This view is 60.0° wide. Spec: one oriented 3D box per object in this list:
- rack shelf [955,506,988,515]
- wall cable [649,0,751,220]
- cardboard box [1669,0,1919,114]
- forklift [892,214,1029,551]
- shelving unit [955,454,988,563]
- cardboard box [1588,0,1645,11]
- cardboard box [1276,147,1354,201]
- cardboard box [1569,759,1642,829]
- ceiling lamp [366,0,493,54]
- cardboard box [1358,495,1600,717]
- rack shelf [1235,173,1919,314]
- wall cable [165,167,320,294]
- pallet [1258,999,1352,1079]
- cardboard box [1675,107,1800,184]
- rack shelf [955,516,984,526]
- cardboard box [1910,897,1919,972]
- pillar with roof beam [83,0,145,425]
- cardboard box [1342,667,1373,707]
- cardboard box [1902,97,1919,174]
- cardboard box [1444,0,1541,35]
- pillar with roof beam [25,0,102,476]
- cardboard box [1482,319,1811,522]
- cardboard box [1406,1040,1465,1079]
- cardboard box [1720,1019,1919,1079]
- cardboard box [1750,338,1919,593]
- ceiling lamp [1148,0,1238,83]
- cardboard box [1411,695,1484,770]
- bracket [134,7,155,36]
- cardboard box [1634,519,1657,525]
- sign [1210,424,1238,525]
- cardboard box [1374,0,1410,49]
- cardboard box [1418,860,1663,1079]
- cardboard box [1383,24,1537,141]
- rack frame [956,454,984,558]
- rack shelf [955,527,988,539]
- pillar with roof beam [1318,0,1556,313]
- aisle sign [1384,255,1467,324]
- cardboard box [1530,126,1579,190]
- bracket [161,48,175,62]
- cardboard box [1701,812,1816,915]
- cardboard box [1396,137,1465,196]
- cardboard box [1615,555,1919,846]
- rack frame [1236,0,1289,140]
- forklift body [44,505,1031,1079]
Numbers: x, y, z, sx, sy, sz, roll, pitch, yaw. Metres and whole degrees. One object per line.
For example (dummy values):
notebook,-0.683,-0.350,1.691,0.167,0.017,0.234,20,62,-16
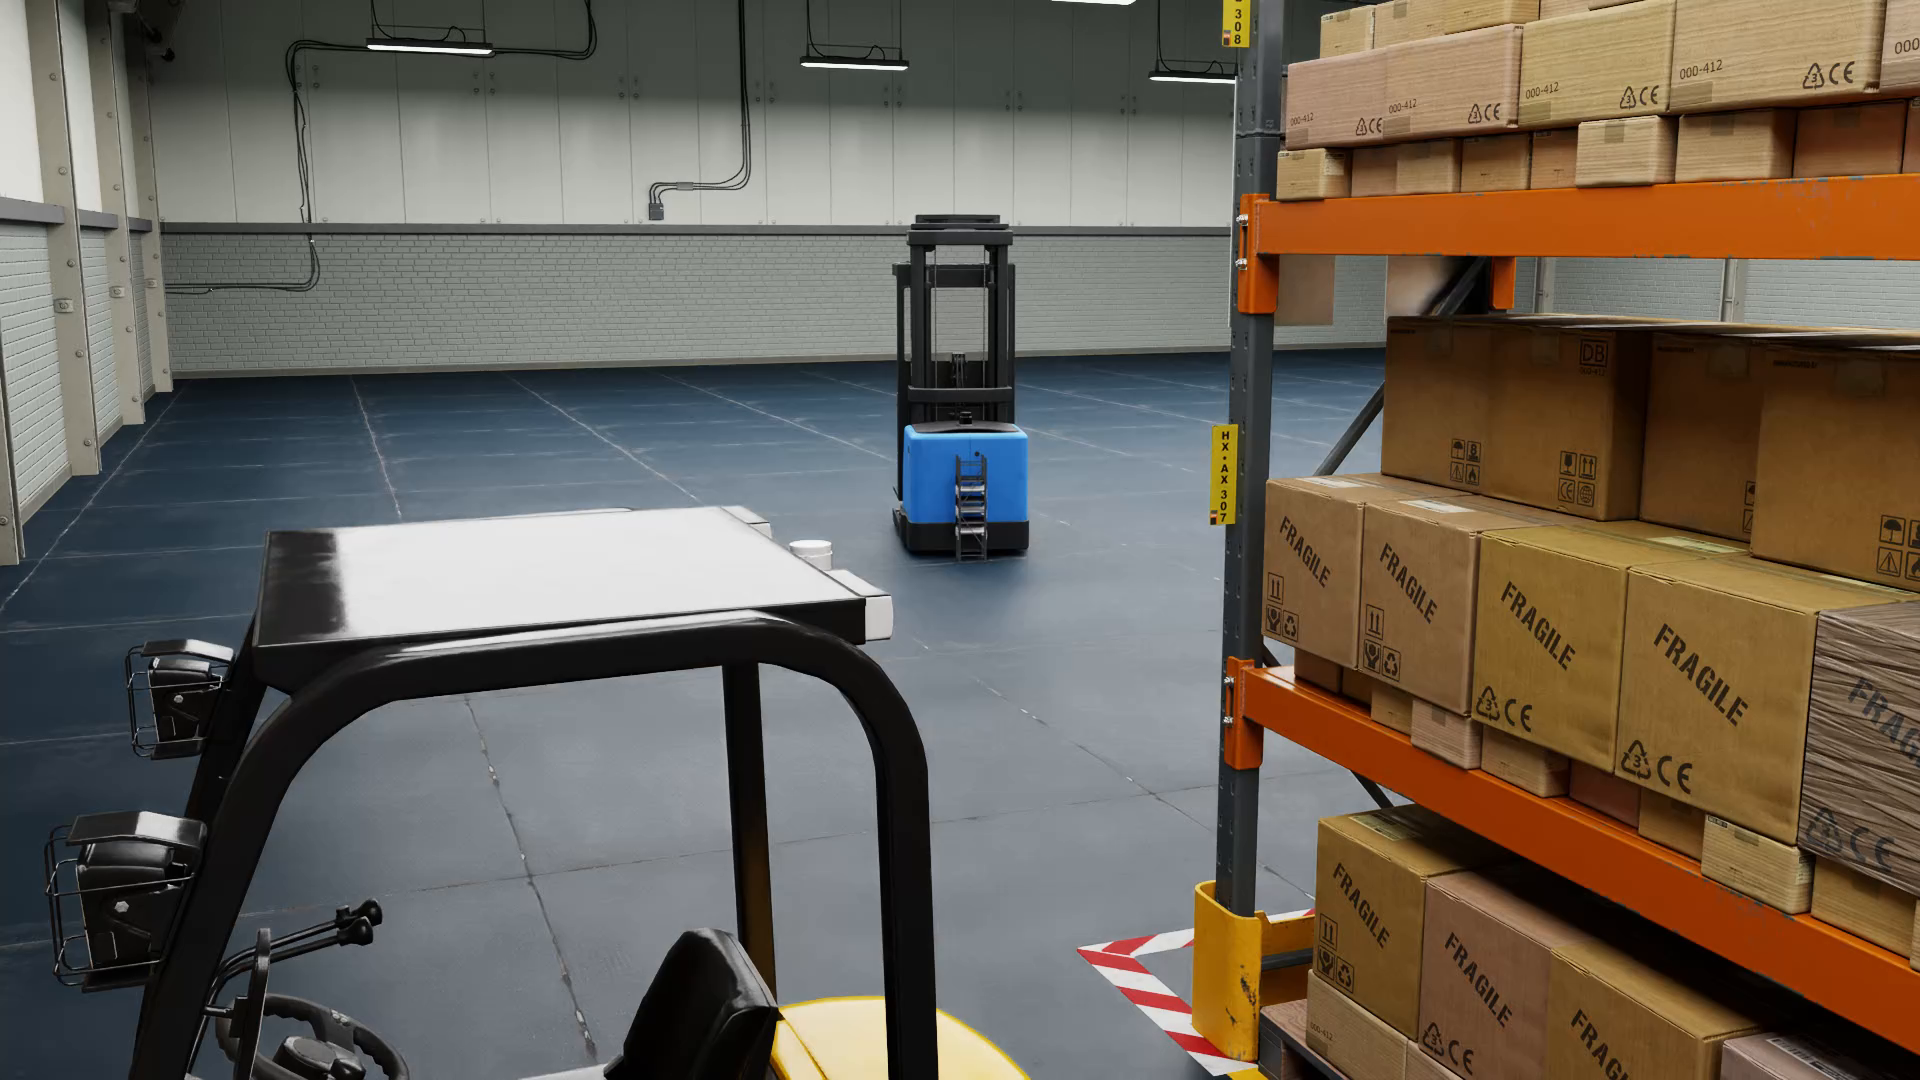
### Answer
rack shelf,0.095,-0.236,14.196,0.258,0.077,0.200,-1,10,-6
wall cable,-5.700,-10.023,36.190,2.305,6.003,0.169,-4,11,-21
cardboard box,1.851,-1.020,3.432,0.500,0.250,0.500,-4,11,-20
forklift,-0.062,-1.552,15.603,1.130,2.935,3.031,-1,10,-6
shelving unit,0.095,-0.269,14.190,0.258,0.900,0.210,-1,10,-6
cardboard box,1.663,-1.282,3.766,0.380,0.149,0.250,-4,11,-19
cardboard box,1.183,-1.098,5.011,0.380,0.149,0.250,-4,11,-21
cardboard box,1.747,0.585,4.113,0.380,0.149,0.250,-4,11,-19
ceiling lamp,-8.891,-9.728,27.578,2.000,3.185,0.800,-4,11,-21
cardboard box,1.469,0.164,4.629,0.500,0.500,0.500,-4,11,-19
rack shelf,2.090,-0.616,3.637,1.077,0.370,4.000,-4,11,-21
wall cable,-14.553,-6.220,33.387,3.097,2.526,0.112,-4,11,-21
pallet,1.655,1.700,5.088,1.003,0.211,1.213,-4,11,-21
cardboard box,1.788,-0.847,3.599,0.380,0.149,0.250,-4,11,-22
rack shelf,0.095,-0.147,14.212,0.258,0.077,0.200,-1,10,-6
cardboard box,2.043,0.758,3.141,0.380,0.149,0.250,-4,11,-22
pillar with roof beam,-8.532,-6.478,25.970,9.100,9.000,0.548,-4,11,-21
cardboard box,1.401,0.413,5.082,0.380,0.149,0.250,-4,11,-20
cardboard box,2.042,-0.769,3.159,0.380,0.149,0.250,-4,11,-20
cardboard box,1.465,-1.364,4.228,0.380,0.149,0.250,-4,11,-21
pillar with roof beam,-6.357,-5.498,20.465,9.100,9.000,0.400,-4,11,-21
cardboard box,1.931,-0.355,4.691,0.700,0.500,0.500,-4,11,-20
cardboard box,1.578,1.560,4.566,0.500,0.250,0.500,-3,11,-19
cardboard box,1.979,1.365,3.521,0.500,0.500,0.500,-3,11,-18
cardboard box,2.263,-0.188,3.753,0.700,0.500,0.500,-4,11,-21
ceiling lamp,4.576,-10.645,32.733,2.000,3.185,0.800,-4,11,-21
cardboard box,1.470,0.506,4.560,0.380,0.149,0.250,-4,11,-20
bracket,-13.303,-8.490,27.007,0.076,0.066,4.783,-4,11,-21
cardboard box,1.996,0.138,4.776,0.500,0.500,0.500,-4,11,-21
sign,0.860,-0.212,5.402,0.100,0.325,0.005,-4,11,-21
cardboard box,1.410,-1.454,4.737,0.380,0.149,0.250,-4,11,-21
cardboard box,1.603,1.196,4.471,0.500,0.500,0.500,-4,11,-23
cardboard box,1.473,-1.187,4.374,0.500,0.250,0.500,-4,11,-22
rack frame,0.085,-0.286,14.290,0.240,0.900,0.006,-1,10,-6
rack shelf,0.095,-0.059,14.228,0.258,0.077,0.200,-1,10,-6
pillar with roof beam,10.628,-8.910,39.643,9.100,9.000,0.548,-4,11,-21
aisle sign,1.613,-1.128,5.604,0.394,0.787,0.004,-4,11,-21
cardboard box,1.638,-0.934,4.086,0.380,0.149,0.250,-4,11,-23
bracket,-15.397,-9.433,32.307,0.235,0.232,0.430,-4,11,-21
cardboard box,1.851,0.675,3.609,0.380,0.149,0.250,-4,11,-20
cardboard box,1.426,-1.016,4.546,0.380,0.149,0.250,-4,11,-19
cardboard box,1.847,0.329,3.698,0.500,0.500,0.500,-4,11,-22
rack frame,1.366,-2.773,5.146,1.000,3.000,0.127,-4,11,-21
forklift body,-0.872,1.107,2.883,2.313,2.155,1.214,-4,11,-21
